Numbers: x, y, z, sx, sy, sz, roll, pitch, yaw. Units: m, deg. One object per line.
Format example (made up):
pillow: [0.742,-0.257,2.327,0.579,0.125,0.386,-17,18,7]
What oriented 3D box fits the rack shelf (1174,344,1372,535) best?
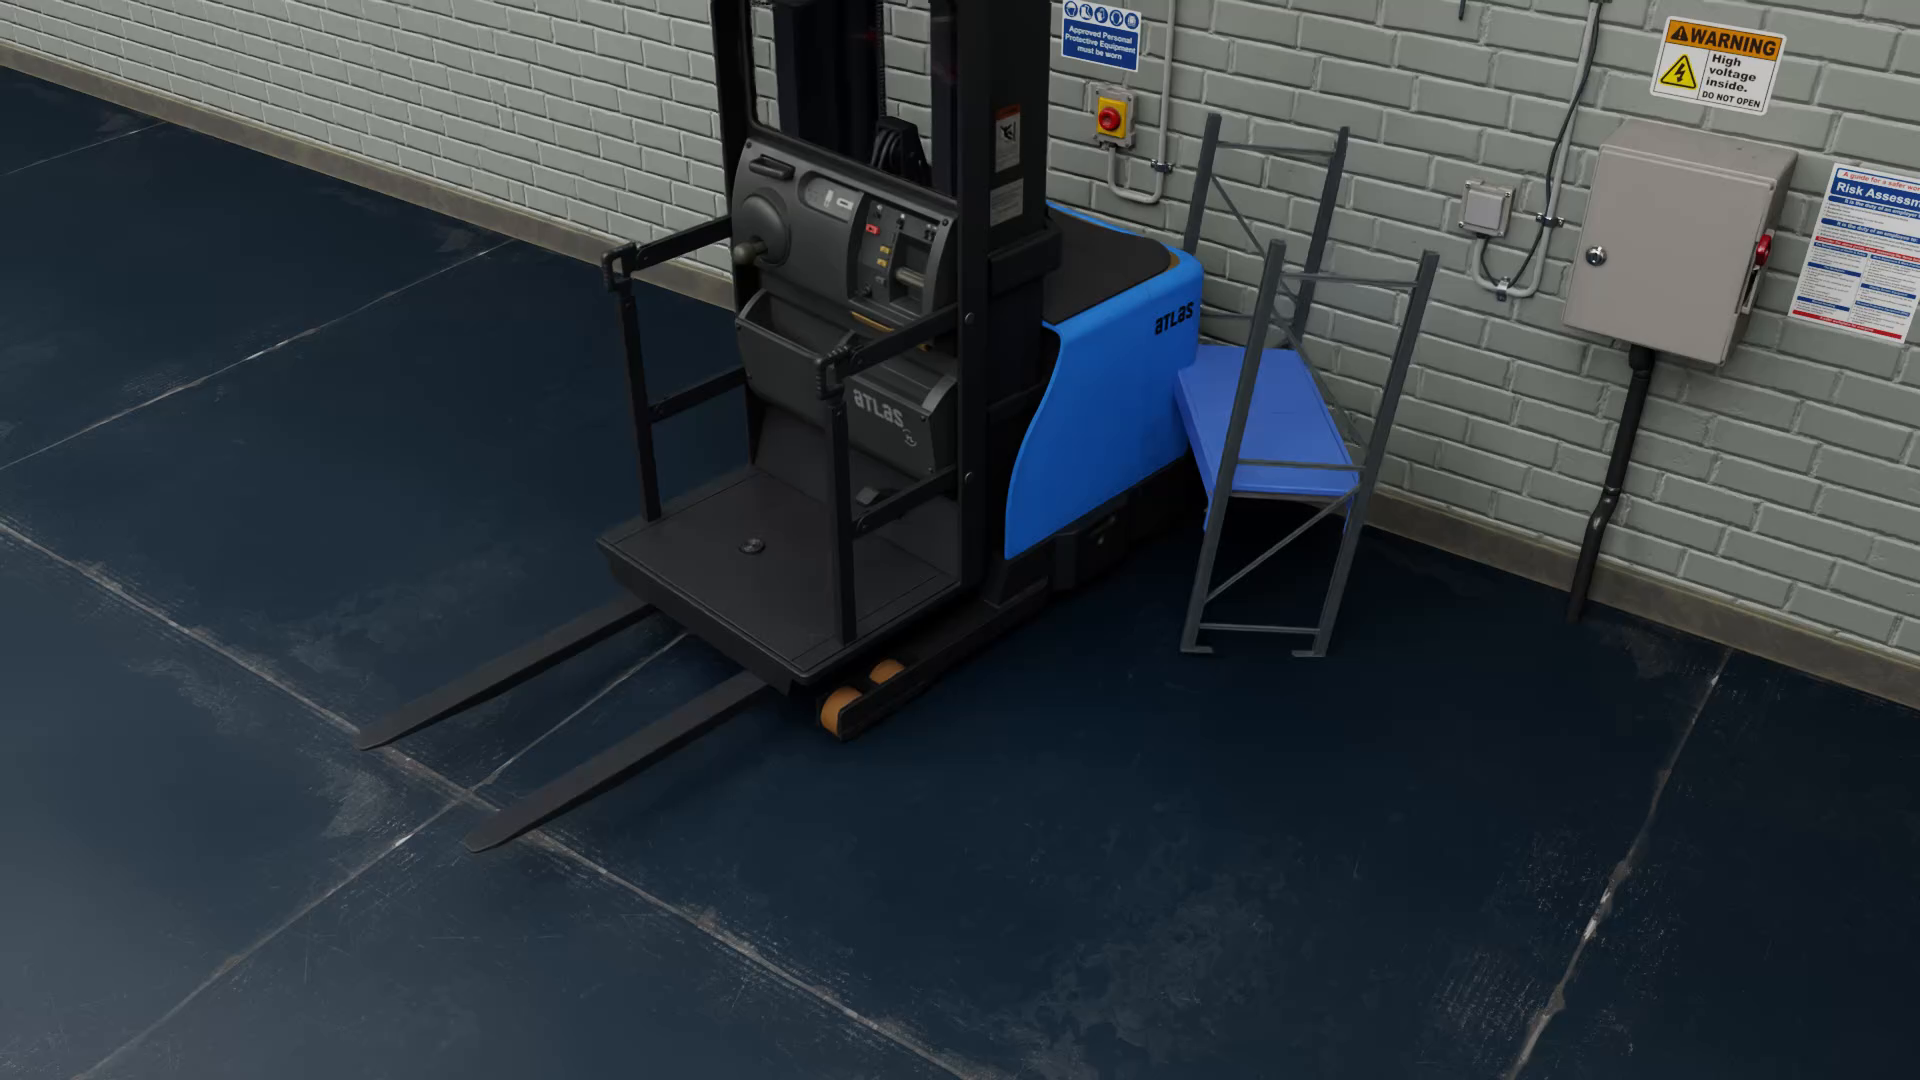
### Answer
rack shelf: [1.024,-0.374,5.751,0.538,0.185,1.000,3,34,-6]

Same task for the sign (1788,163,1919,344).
sign: [2.681,-0.842,4.903,0.329,0.494,0.001,21,39,28]

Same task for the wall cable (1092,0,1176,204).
wall cable: [0.515,-2.116,5.767,0.585,1.953,0.123,21,39,28]

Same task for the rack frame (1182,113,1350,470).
rack frame: [1.014,-0.810,6.067,0.500,1.500,0.032,3,34,-6]

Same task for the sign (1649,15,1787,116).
sign: [2.230,-1.399,4.904,0.339,0.242,0.001,21,39,28]

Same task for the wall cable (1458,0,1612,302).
wall cable: [1.687,-1.656,5.114,0.588,1.984,0.122,21,39,28]

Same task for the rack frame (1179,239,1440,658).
rack frame: [1.069,-0.232,5.232,0.500,1.500,0.032,3,34,-6]

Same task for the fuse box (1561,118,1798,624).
fuse box: [2.158,-0.411,5.330,0.539,1.711,0.414,21,39,28]

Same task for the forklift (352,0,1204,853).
forklift: [-0.521,-0.905,4.972,1.130,2.935,3.031,29,43,35]

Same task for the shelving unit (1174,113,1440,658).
shelving unit: [1.042,-0.521,5.650,0.538,1.500,1.048,3,34,-6]

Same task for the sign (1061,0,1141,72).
sign: [0.510,-1.838,6.049,0.327,0.218,0.001,21,39,28]
